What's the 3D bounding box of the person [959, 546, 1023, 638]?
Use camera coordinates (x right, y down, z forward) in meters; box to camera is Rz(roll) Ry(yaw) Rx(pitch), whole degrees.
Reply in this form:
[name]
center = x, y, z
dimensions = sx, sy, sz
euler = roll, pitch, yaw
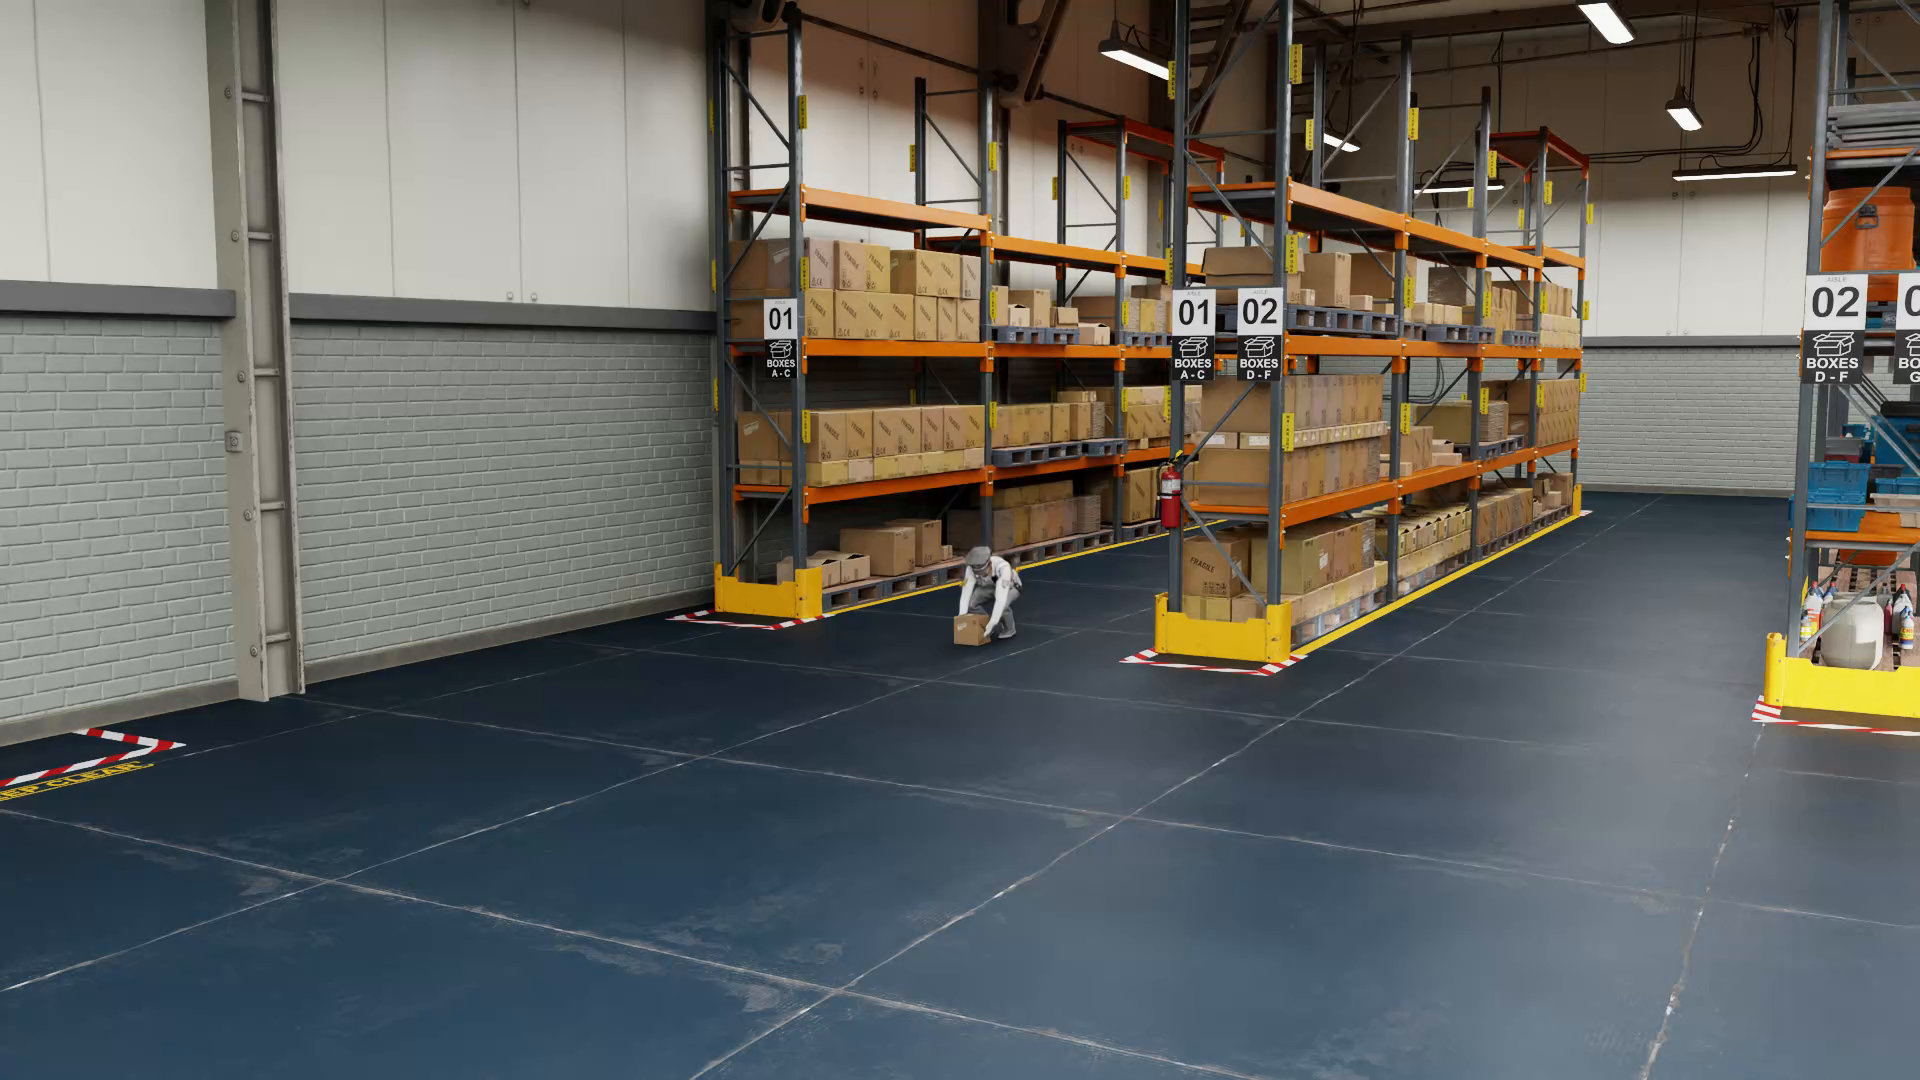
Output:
[person]
center = 0.288, 0.477, 15.537
dimensions = 0.486, 0.898, 0.856
euler = 3, 7, 28
